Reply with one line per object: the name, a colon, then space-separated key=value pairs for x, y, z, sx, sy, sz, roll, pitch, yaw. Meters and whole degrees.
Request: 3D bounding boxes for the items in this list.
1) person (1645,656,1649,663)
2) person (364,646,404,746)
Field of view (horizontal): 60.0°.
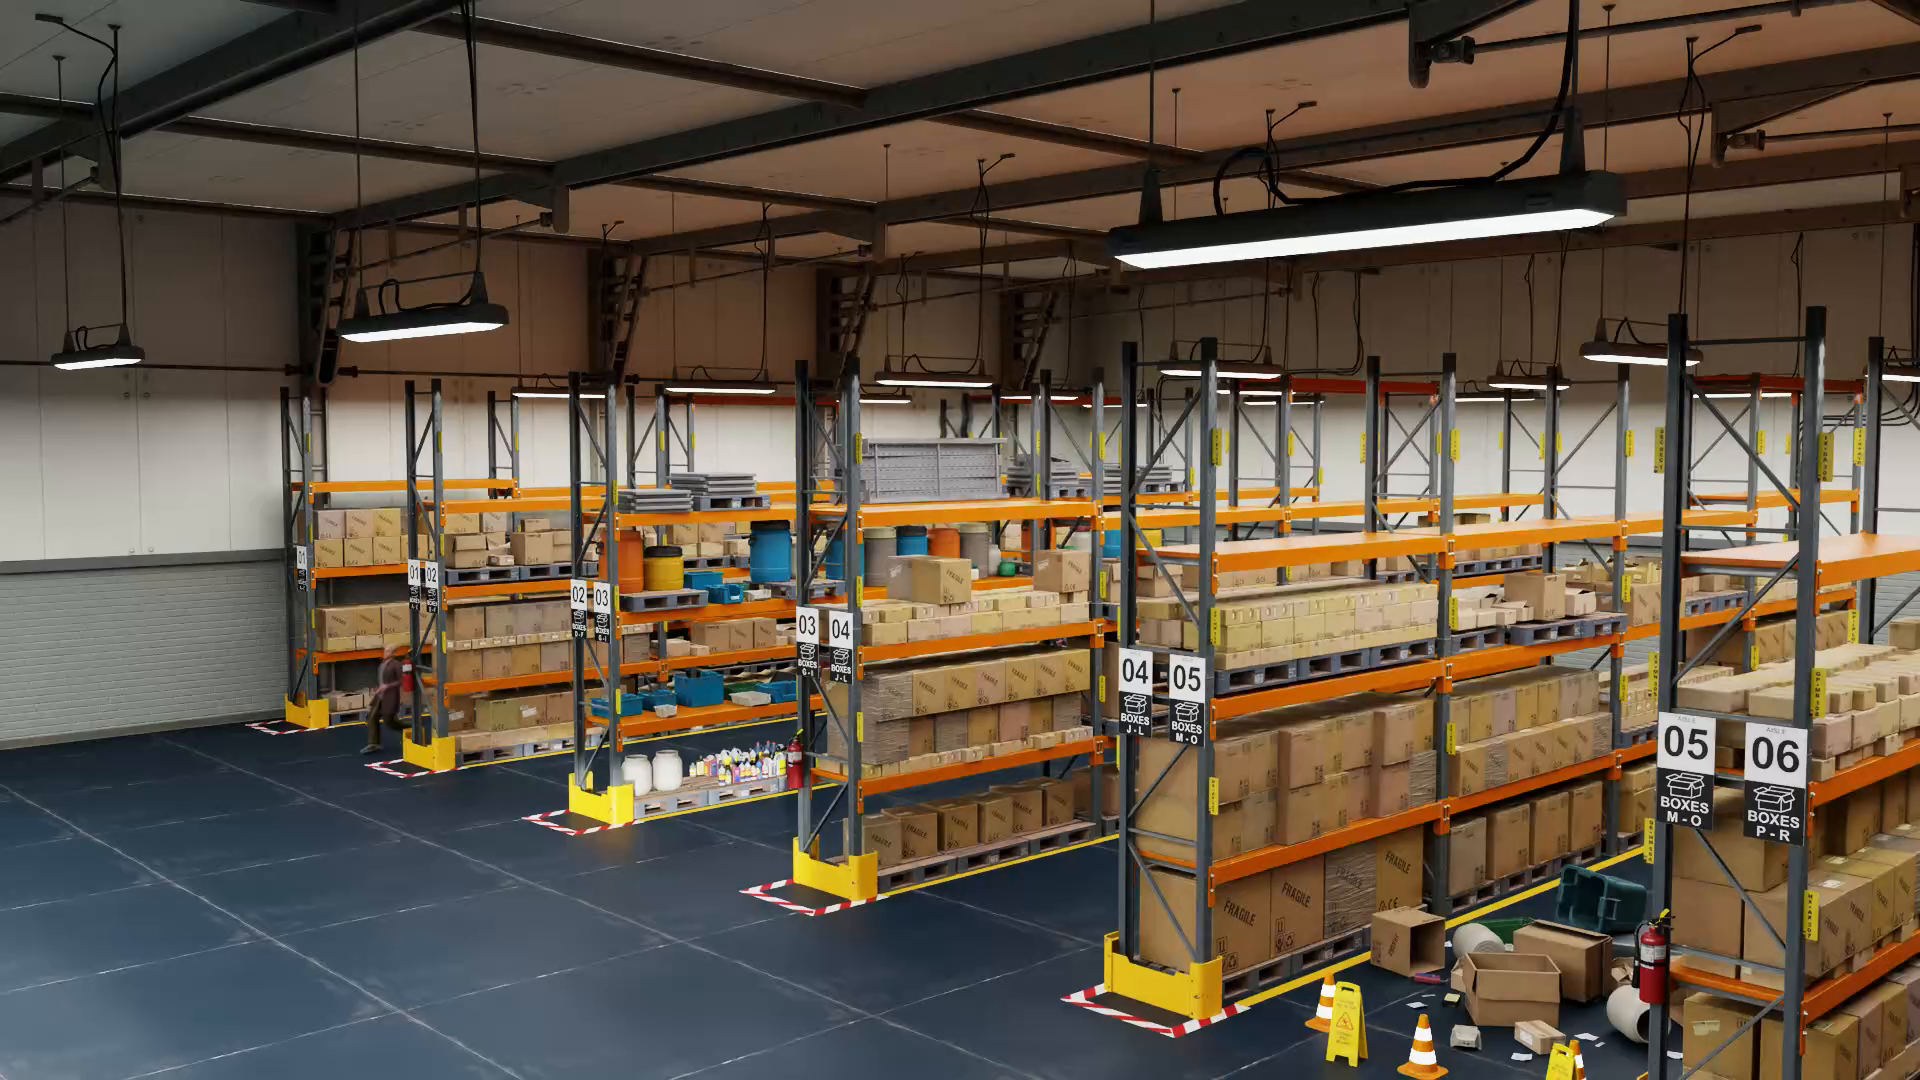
person: x=10.892 y=2.639 z=26.060 sx=0.685 sy=1.741 sz=0.689 roll=-3 pitch=5 yaw=-41
person: x=-9.312 y=2.536 z=27.050 sx=0.711 sy=1.643 sz=0.642 roll=2 pitch=4 yaw=33
